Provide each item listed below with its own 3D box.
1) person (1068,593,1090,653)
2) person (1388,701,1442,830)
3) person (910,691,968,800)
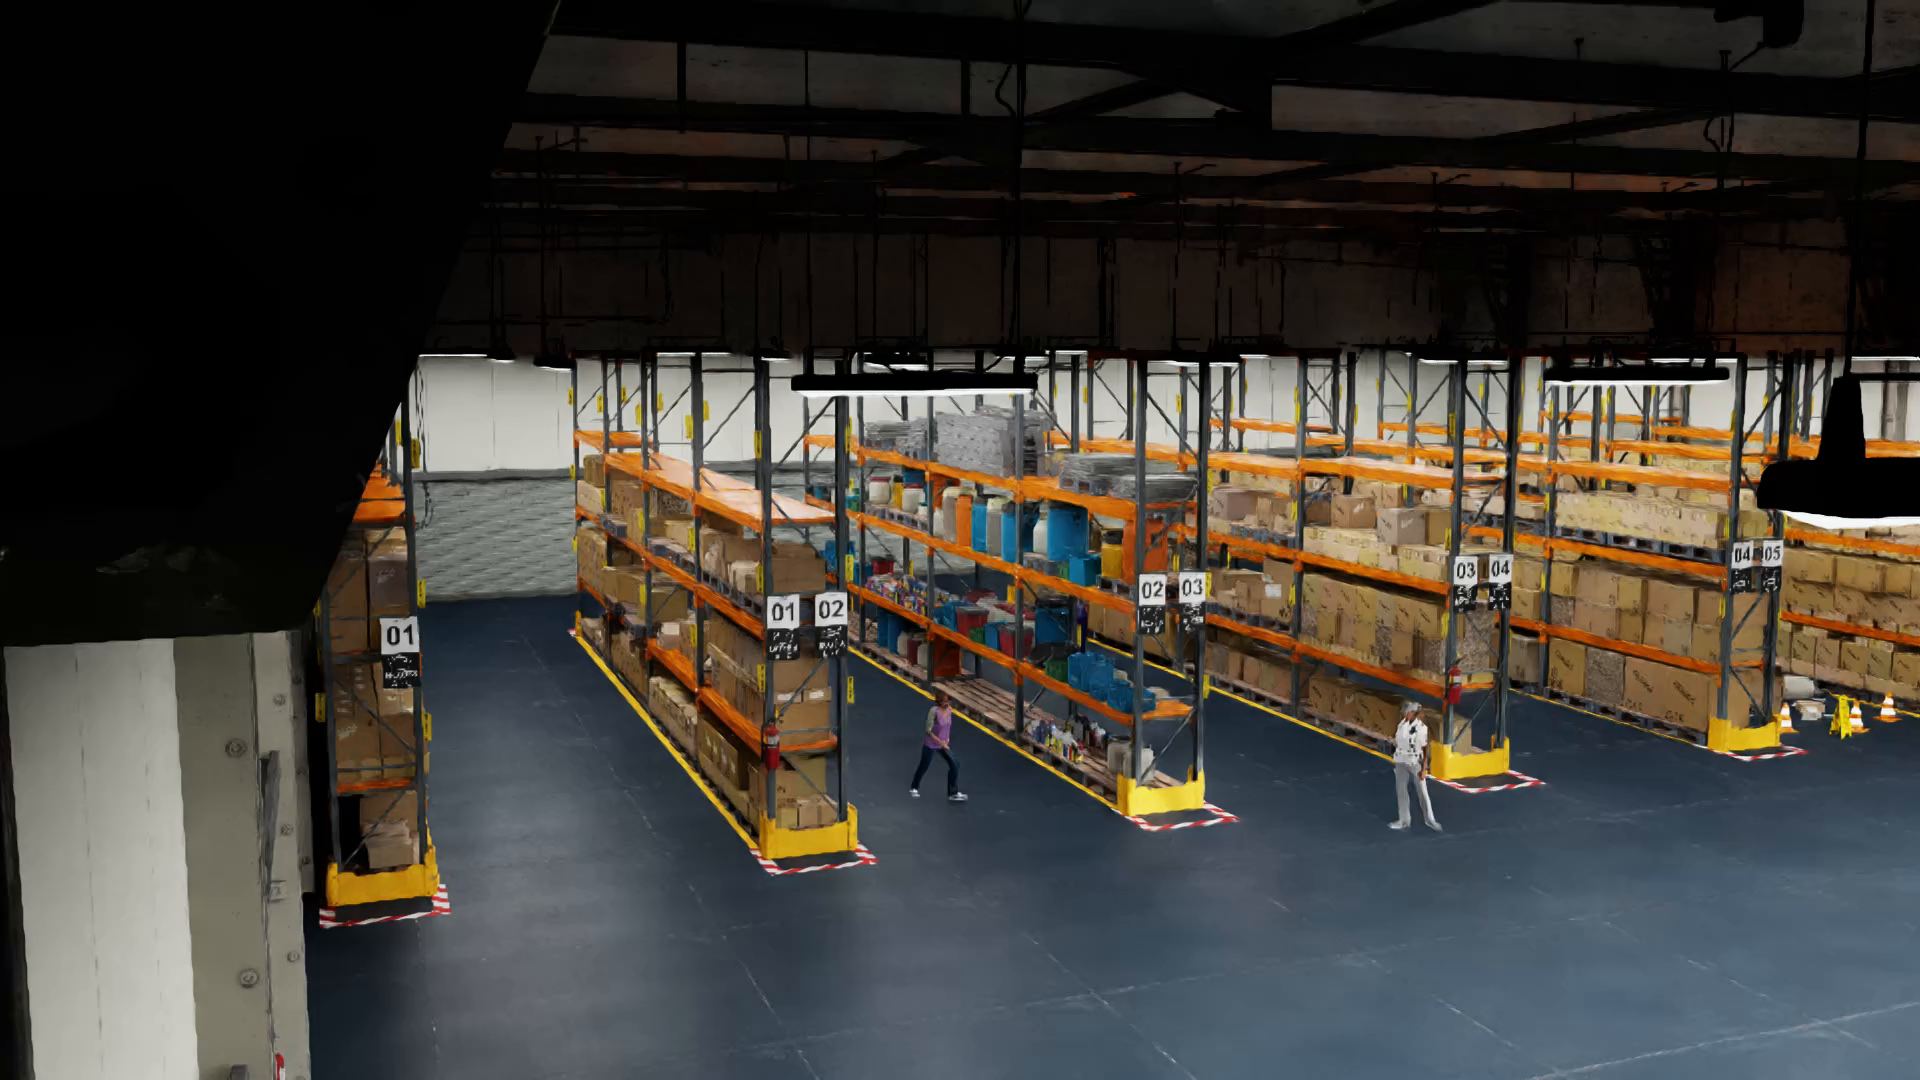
[{"bbox_3d":[2.331,1.497,32.295,0.579,1.646,0.445,6,9,39],"label":"person"},{"bbox_3d":[5.826,2.881,21.240,0.643,1.667,0.446,7,10,43],"label":"person"},{"bbox_3d":[-0.316,2.763,22.565,0.561,1.525,0.787,-6,9,-39],"label":"person"}]
